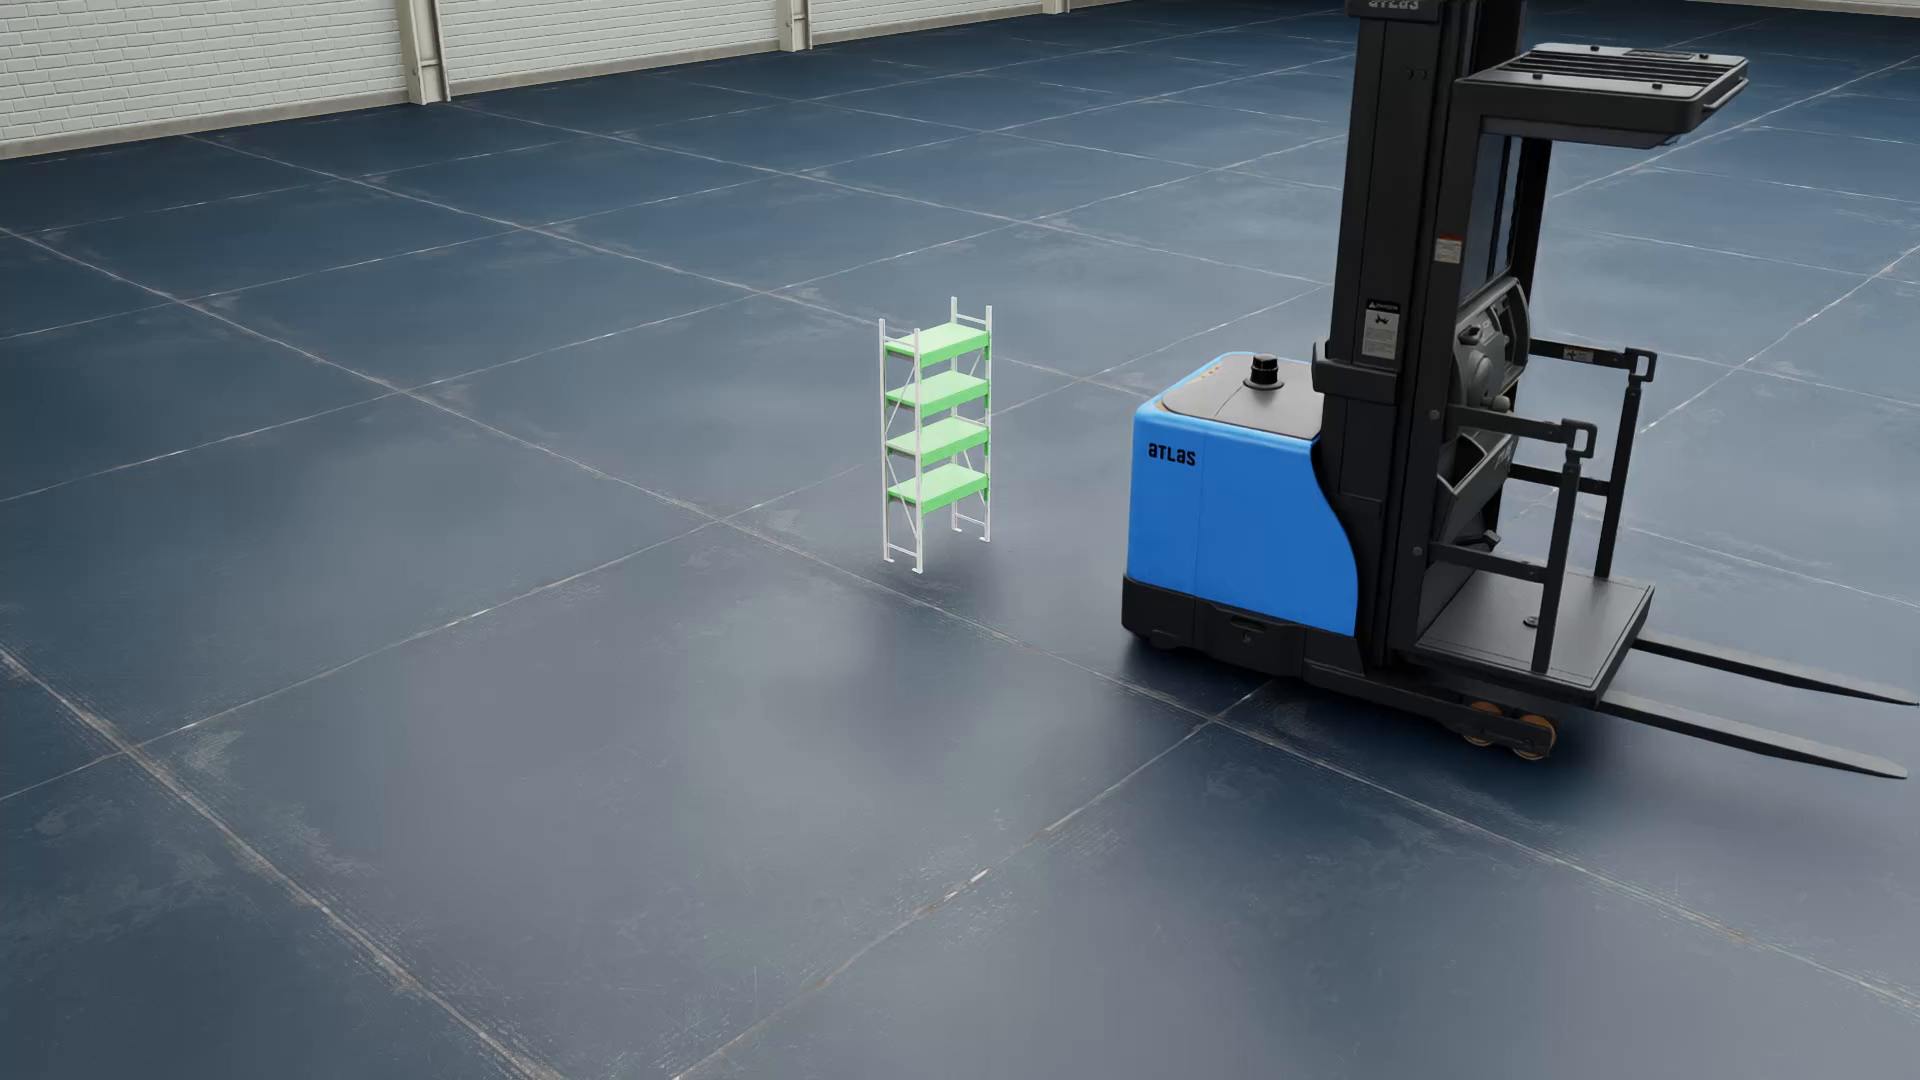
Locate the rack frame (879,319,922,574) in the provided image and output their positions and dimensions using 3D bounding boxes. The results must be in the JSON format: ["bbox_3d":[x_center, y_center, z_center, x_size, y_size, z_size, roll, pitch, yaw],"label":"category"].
[{"bbox_3d":[-0.273,-0.423,7.726,0.240,1.200,0.015,20,31,38],"label":"rack frame"}]

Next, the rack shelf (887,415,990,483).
[{"bbox_3d":[-0.110,-0.439,7.918,0.258,0.148,0.480,20,31,38],"label":"rack shelf"}]

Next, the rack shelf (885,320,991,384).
[{"bbox_3d":[-0.110,-0.877,7.722,0.258,0.148,0.480,20,31,38],"label":"rack shelf"}]

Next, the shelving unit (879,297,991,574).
[{"bbox_3d":[-0.110,-0.497,7.892,0.258,1.200,0.503,20,31,38],"label":"shelving unit"}]

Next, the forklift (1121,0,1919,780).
[{"bbox_3d":[2.224,-0.744,6.326,3.031,2.935,1.130,15,28,29],"label":"forklift"}]

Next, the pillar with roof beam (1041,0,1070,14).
[{"bbox_3d":[4.822,-11.877,23.741,9.100,9.000,0.400,20,31,38],"label":"pillar with roof beam"}]

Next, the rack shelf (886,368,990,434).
[{"bbox_3d":[-0.110,-0.658,7.820,0.258,0.148,0.480,20,31,38],"label":"rack shelf"}]

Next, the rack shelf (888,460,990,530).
[{"bbox_3d":[-0.110,-0.220,8.016,0.258,0.148,0.480,20,31,38],"label":"rack shelf"}]

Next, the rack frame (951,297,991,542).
[{"bbox_3d":[0.052,-0.571,8.058,0.240,1.200,0.015,20,31,38],"label":"rack frame"}]

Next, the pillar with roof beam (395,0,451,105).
[{"bbox_3d":[-3.187,-8.221,15.586,9.100,9.000,0.400,20,31,38],"label":"pillar with roof beam"}]

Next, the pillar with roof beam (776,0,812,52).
[{"bbox_3d":[0.818,-10.049,19.663,9.100,9.000,0.400,20,31,38],"label":"pillar with roof beam"}]
